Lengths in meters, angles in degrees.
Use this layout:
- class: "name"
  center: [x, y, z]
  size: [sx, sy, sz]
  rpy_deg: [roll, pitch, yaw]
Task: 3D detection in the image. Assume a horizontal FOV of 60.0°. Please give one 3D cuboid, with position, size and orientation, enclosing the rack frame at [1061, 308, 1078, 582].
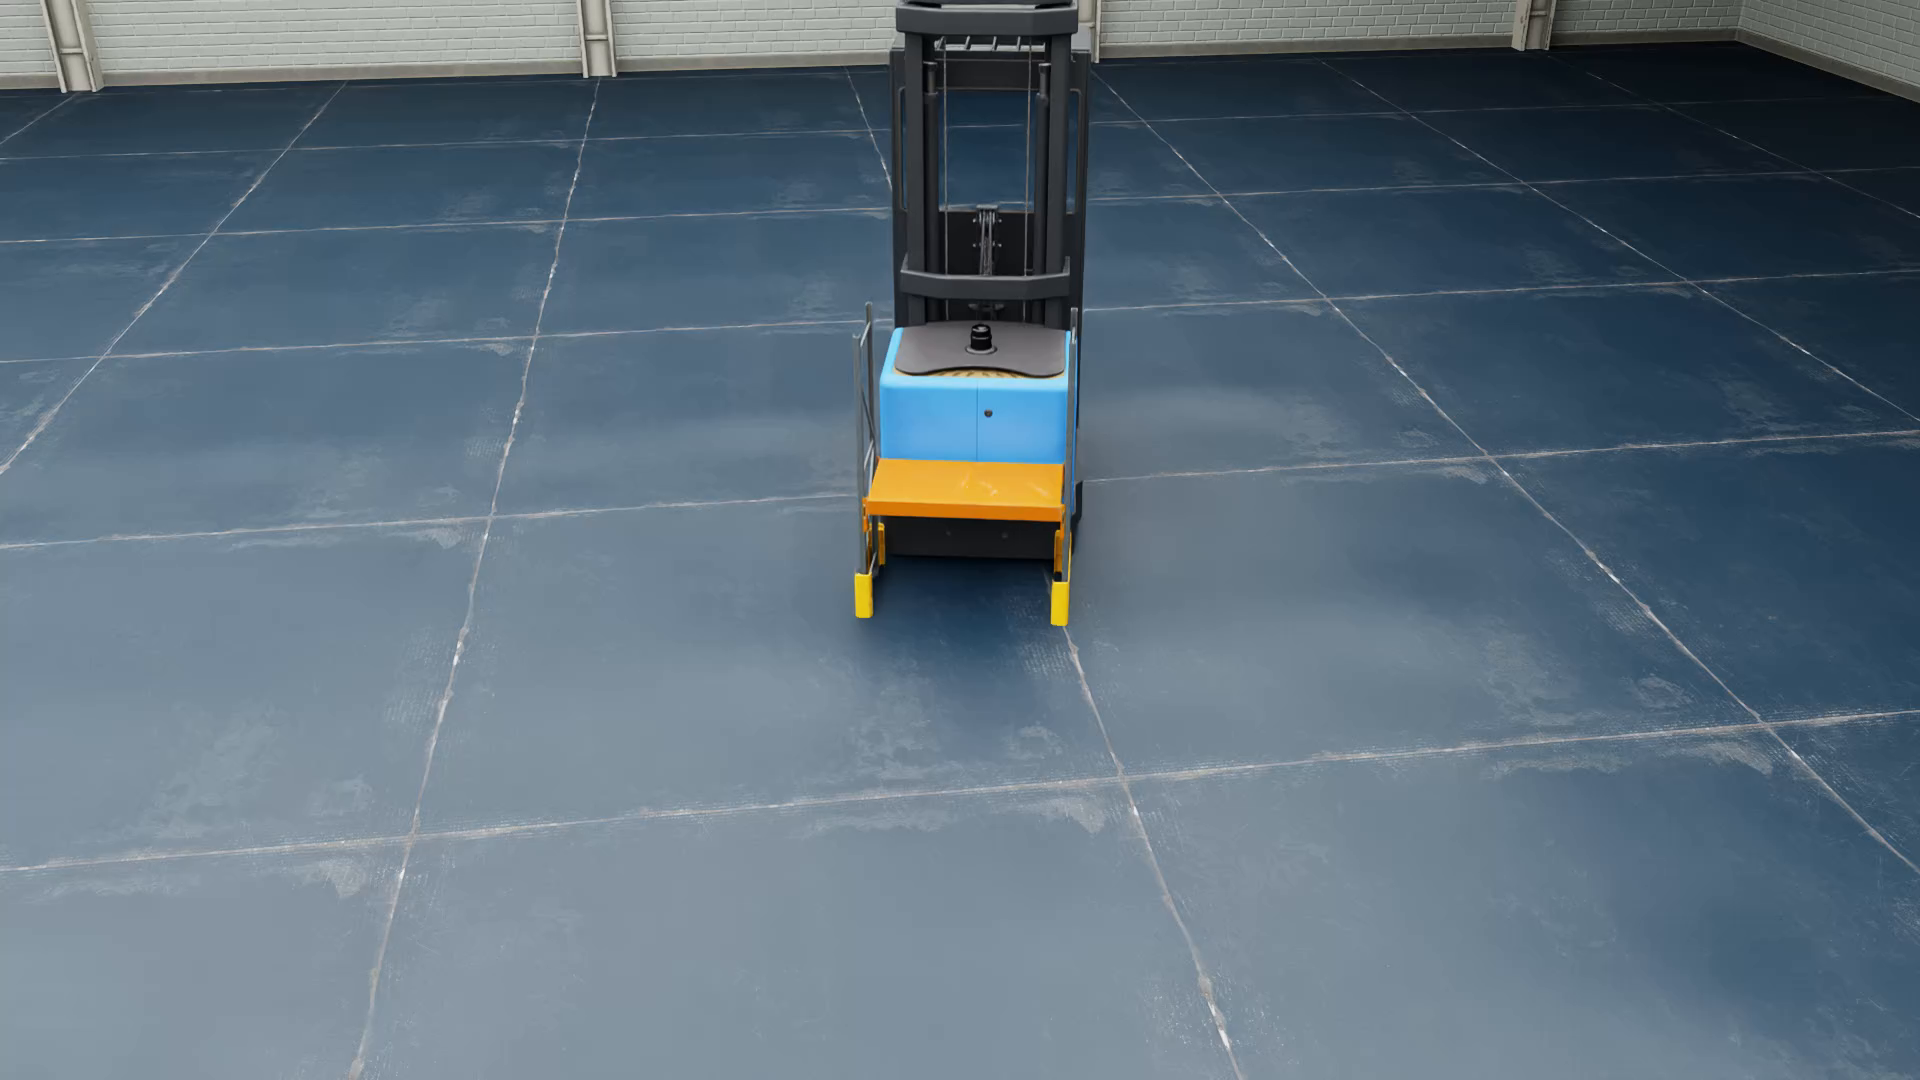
- class: "rack frame"
  center: [0.544, -0.363, 8.315]
  size: [0.032, 1.500, 0.500]
  rpy_deg: [2, 27, 4]

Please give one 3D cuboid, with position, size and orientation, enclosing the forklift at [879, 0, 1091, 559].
- class: "forklift"
  center: [0.179, -1.838, 9.622]
  size: [1.130, 2.935, 3.031]
  rpy_deg: [2, 27, 3]

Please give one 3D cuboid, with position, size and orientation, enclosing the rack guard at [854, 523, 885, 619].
- class: "rack guard"
  center: [-0.468, 0.155, 8.673]
  size: [0.087, 0.250, 0.587]
  rpy_deg: [2, 27, 4]

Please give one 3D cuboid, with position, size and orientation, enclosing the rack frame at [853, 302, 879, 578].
- class: "rack frame"
  center: [-0.470, -0.401, 8.387]
  size: [0.032, 1.500, 0.500]
  rpy_deg: [2, 27, 4]

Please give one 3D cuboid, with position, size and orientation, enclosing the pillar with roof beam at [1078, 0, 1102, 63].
- class: "pillar with roof beam"
  center: [2.142, -8.140, 15.256]
  size: [0.400, 9.000, 9.100]
  rpy_deg: [-4, 27, -7]

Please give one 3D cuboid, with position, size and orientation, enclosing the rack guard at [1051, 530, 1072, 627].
- class: "rack guard"
  center: [0.525, 0.192, 8.602]
  size: [0.087, 0.250, 0.587]
  rpy_deg: [2, 27, 4]

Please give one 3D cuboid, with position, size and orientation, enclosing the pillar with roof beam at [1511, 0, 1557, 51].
- class: "pillar with roof beam"
  center: [8.084, -8.521, 16.000]
  size: [0.400, 9.000, 9.100]
  rpy_deg: [-4, 27, -7]

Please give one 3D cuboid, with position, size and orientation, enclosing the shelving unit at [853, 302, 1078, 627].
- class: "shelving unit"
  center: [0.028, -0.382, 8.352]
  size: [1.083, 1.500, 0.587]
  rpy_deg: [2, 27, 4]

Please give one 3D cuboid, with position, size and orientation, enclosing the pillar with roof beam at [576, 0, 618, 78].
- class: "pillar with roof beam"
  center: [-3.799, -7.758, 14.512]
  size: [0.400, 9.000, 9.100]
  rpy_deg: [-4, 27, -7]

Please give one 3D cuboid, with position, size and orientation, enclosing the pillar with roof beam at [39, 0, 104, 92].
- class: "pillar with roof beam"
  center: [-9.741, -7.376, 13.769]
  size: [0.400, 9.000, 9.100]
  rpy_deg: [-4, 27, -7]

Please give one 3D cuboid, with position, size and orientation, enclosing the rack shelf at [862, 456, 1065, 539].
- class: "rack shelf"
  center: [0.037, -0.222, 8.433]
  size: [1.000, 0.185, 0.538]
  rpy_deg: [2, 27, 4]
